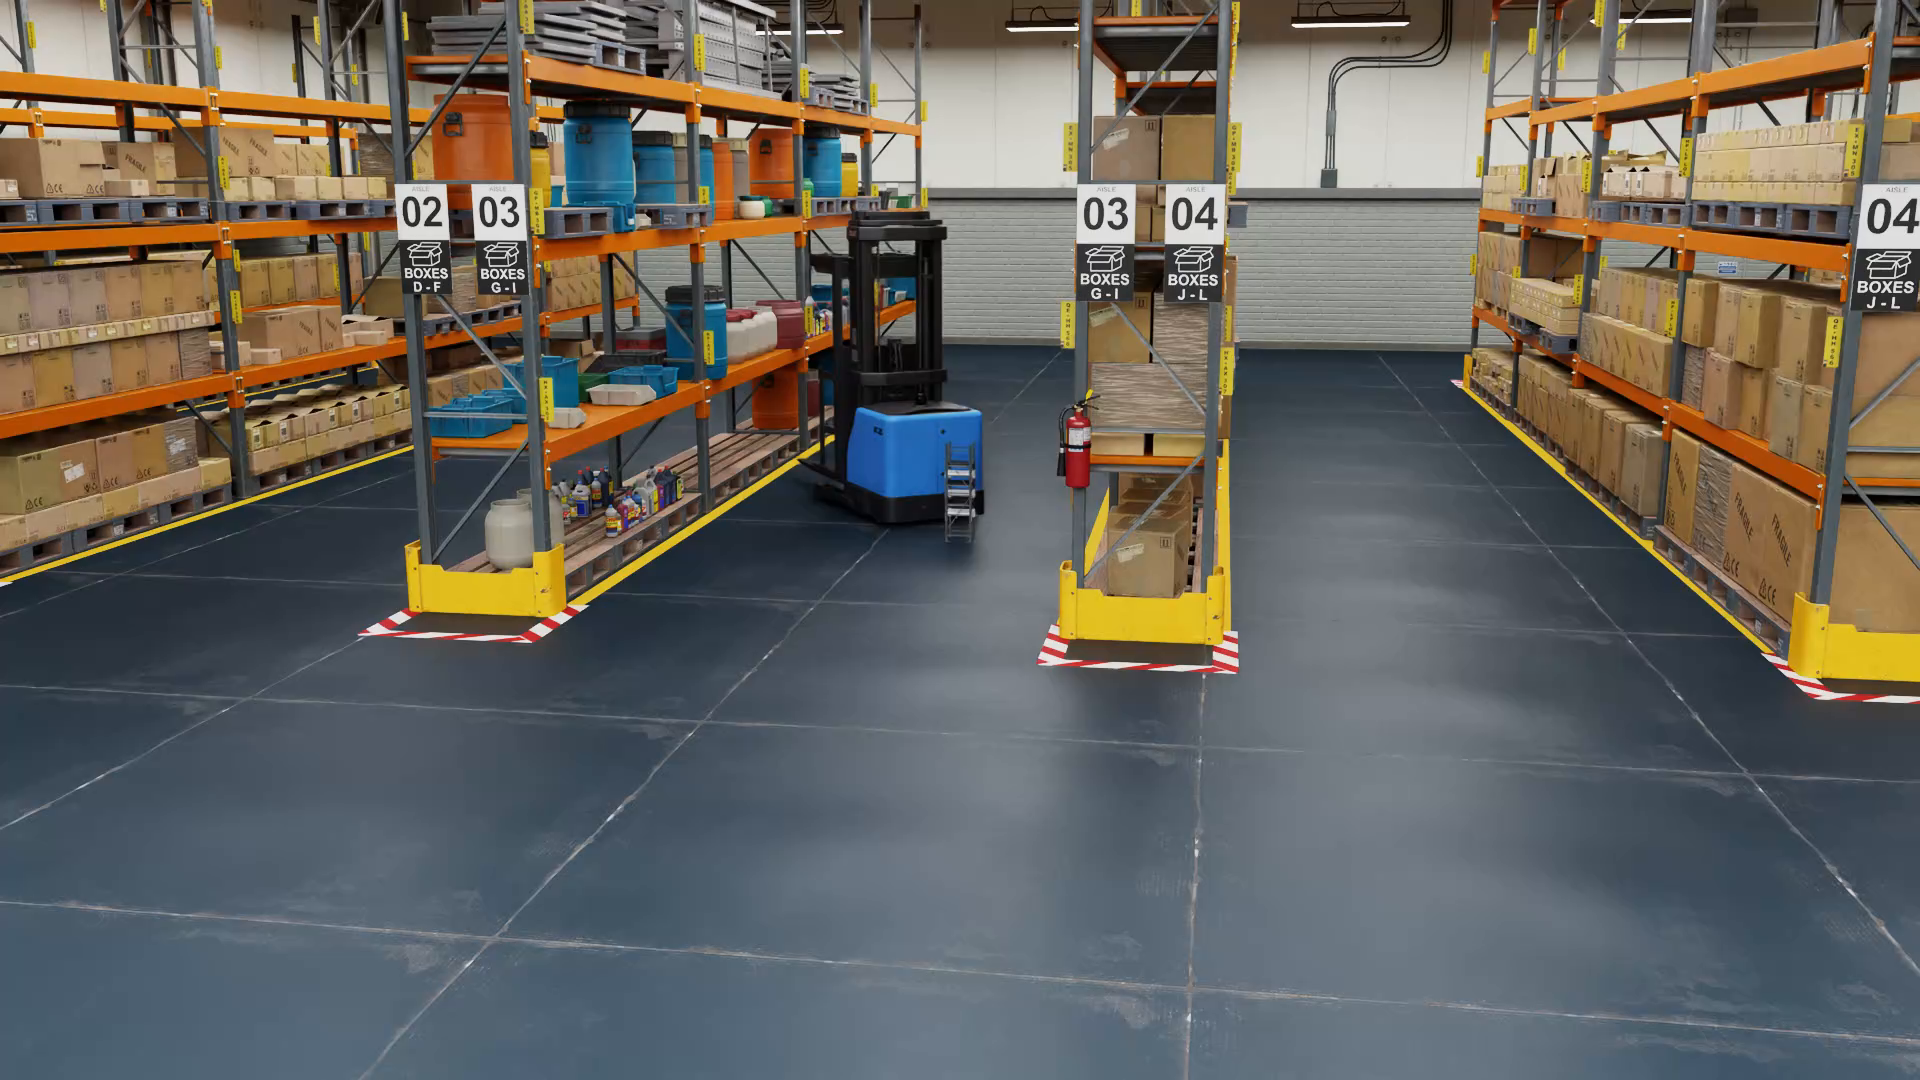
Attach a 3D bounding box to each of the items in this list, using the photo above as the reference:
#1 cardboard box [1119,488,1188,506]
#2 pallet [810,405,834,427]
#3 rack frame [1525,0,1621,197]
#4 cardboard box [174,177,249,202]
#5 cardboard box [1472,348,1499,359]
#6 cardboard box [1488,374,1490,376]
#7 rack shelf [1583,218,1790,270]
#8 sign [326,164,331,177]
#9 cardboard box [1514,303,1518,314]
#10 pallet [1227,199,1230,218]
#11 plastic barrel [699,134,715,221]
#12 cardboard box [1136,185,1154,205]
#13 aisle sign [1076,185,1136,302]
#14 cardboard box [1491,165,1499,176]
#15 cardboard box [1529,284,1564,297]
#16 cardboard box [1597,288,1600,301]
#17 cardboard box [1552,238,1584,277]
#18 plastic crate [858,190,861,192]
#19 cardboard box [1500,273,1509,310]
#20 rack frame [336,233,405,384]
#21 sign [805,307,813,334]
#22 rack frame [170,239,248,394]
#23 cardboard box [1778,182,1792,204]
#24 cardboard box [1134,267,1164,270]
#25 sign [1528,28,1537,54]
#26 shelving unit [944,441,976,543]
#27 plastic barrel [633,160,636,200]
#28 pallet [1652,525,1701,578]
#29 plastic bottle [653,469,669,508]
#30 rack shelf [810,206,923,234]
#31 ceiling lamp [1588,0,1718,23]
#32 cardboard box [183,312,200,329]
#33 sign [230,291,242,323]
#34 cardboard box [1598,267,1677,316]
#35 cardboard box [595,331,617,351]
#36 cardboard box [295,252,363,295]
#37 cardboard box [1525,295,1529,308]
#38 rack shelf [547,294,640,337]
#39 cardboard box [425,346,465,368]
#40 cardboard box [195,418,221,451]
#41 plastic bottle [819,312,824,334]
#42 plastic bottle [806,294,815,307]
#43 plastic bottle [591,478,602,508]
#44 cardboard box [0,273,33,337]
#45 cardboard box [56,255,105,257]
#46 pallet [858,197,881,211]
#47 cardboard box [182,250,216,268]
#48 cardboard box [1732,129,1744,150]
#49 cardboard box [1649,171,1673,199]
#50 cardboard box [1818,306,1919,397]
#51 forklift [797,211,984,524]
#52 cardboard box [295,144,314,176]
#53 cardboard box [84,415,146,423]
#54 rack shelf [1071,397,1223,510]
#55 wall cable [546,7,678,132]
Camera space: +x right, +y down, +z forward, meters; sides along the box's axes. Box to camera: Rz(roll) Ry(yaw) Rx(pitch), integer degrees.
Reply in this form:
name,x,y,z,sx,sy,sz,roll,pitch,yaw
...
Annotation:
name,x,y,z,sx,sy,sz,roll,pitch,yaw
cardboard box,1.585,-0.127,13.655,0.500,0.500,0.500,3,13,14
pallet,-2.094,-1.640,22.360,1.003,0.211,1.213,2,12,9
rack frame,8.031,-6.008,21.767,1.000,3.000,0.127,2,12,9
cardboard box,-7.769,-3.639,17.257,0.500,0.250,0.500,3,13,15
cardboard box,8.230,-2.912,26.001,0.380,0.149,0.250,1,12,6
cardboard box,8.166,-2.406,25.063,0.380,0.149,0.250,2,12,9
rack shelf,7.108,-2.941,16.363,1.077,0.370,4.000,2,12,9
sign,-7.794,-4.483,20.584,0.100,0.325,0.005,2,12,9
cardboard box,7.479,-3.033,21.801,0.380,0.149,0.250,2,12,10
pallet,2.577,-3.934,19.712,1.213,0.211,1.003,2,12,11
plastic barrel,-2.914,-3.849,17.678,0.600,0.901,0.708,2,12,9
cardboard box,1.190,-2.465,11.858,0.380,0.149,0.250,1,12,7
aisle sign,0.994,-2.026,11.362,0.394,0.787,0.004,2,12,9
cardboard box,8.162,-5.523,24.860,0.380,0.149,0.250,2,12,9
cardboard box,7.318,-3.112,20.758,0.380,0.149,0.250,2,12,11
cardboard box,7.840,-2.924,19.885,0.380,0.149,0.250,2,12,11
cardboard box,8.341,-3.844,22.651,0.500,0.500,0.500,2,12,10
plastic crate,-1.779,-5.207,25.452,0.437,0.282,0.530,2,12,9
cardboard box,7.907,-3.487,23.368,0.500,0.500,0.500,2,12,7
rack frame,-7.258,-2.746,20.871,1.000,3.000,0.127,2,12,9
sign,-1.819,-2.648,20.030,0.100,0.325,0.005,2,12,9
rack frame,-11.538,-3.738,25.476,1.000,3.000,0.127,2,12,9
cardboard box,6.058,-2.467,11.819,0.380,0.149,0.250,2,12,8
cardboard box,1.595,-2.189,14.971,0.500,0.500,0.500,2,12,9
sign,7.497,-6.524,21.759,0.100,0.325,0.005,2,12,9
shelving unit,0.001,-0.442,15.163,0.258,0.900,0.210,2,12,9
plastic barrel,-3.239,-3.395,15.501,0.421,0.512,0.421,0,12,0
pallet,6.606,0.109,14.242,1.003,0.211,1.213,2,12,9
plastic bottle,-2.823,-0.489,15.641,0.144,0.351,0.185,1,12,6
rack shelf,-1.441,-4.948,25.678,1.077,0.370,4.000,2,12,9
ceiling lamp,11.570,-10.192,27.326,2.000,3.185,0.800,2,12,9
cardboard box,-7.743,-2.164,16.395,0.380,0.149,0.250,2,12,7
sign,-7.324,-2.357,16.826,0.100,0.325,0.005,2,12,9
cardboard box,7.337,-2.687,17.987,0.700,0.500,0.500,2,12,8
cardboard box,-5.868,-3.283,28.253,0.500,0.500,0.500,2,12,9
cardboard box,-10.991,-4.611,28.814,0.980,0.700,0.700,2,12,11
cardboard box,7.360,-3.018,21.026,0.380,0.149,0.250,2,12,11
rack shelf,-6.335,-3.643,26.743,1.077,0.370,4.000,2,12,9
cardboard box,-7.188,-2.533,22.992,0.500,0.250,0.500,2,12,8
cardboard box,-8.094,-1.142,17.628,0.500,0.311,0.500,2,12,9
plastic bottle,-1.806,-2.797,21.412,0.097,0.271,0.097,0,12,0
plastic bottle,-2.129,-3.322,23.662,0.144,0.351,0.185,2,12,9
plastic bottle,-3.416,-0.445,15.625,0.097,0.271,0.097,0,12,0
cardboard box,-8.320,-1.981,14.006,0.700,0.500,0.500,2,12,7
cardboard box,-12.174,-3.793,22.961,0.500,0.250,0.500,2,12,7
pallet,-1.773,-4.625,22.919,1.213,0.211,1.003,2,12,9
cardboard box,-11.357,-4.203,24.864,0.500,0.250,0.500,2,12,10
cardboard box,6.254,-3.120,12.957,0.380,0.149,0.250,2,12,9
cardboard box,6.773,-3.321,15.542,0.500,0.250,0.500,2,12,8
cardboard box,6.281,-1.254,11.031,0.875,0.550,0.550,2,12,9
forklift,-0.852,-1.852,16.886,1.130,2.935,3.031,-6,13,-25
cardboard box,-10.925,-6.211,27.171,0.500,0.500,0.500,1,12,6
cardboard box,-8.323,-0.950,16.289,0.500,0.500,0.500,2,12,9
rack shelf,1.607,-0.823,13.659,1.077,0.370,4.000,2,12,9
wall cable,-7.027,-9.533,33.506,3.097,2.526,0.112,2,12,9
